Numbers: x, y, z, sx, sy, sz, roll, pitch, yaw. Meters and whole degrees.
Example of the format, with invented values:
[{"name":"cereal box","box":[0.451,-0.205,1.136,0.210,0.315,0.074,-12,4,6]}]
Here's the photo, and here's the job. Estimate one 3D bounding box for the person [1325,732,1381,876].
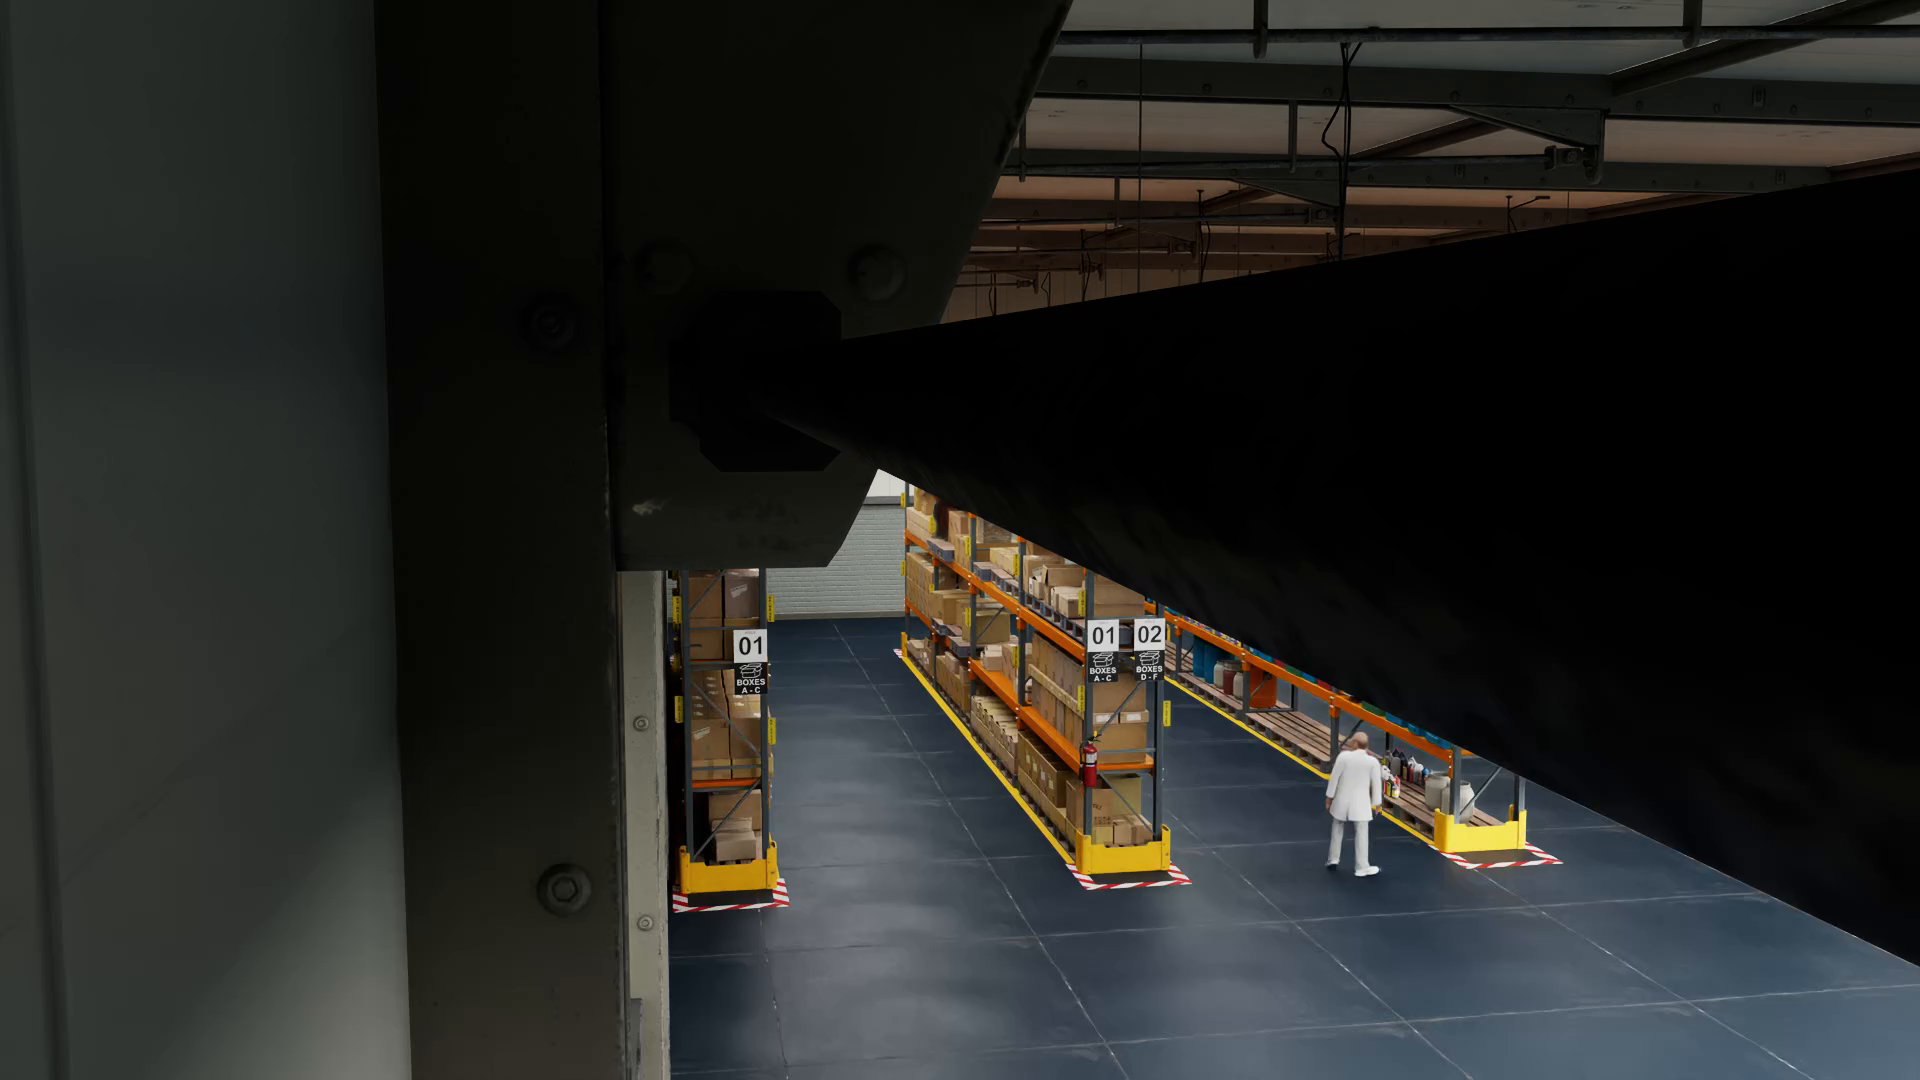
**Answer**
[{"name":"person","box":[4.918,3.354,20.888,0.715,1.717,0.579,3,7,27]}]
